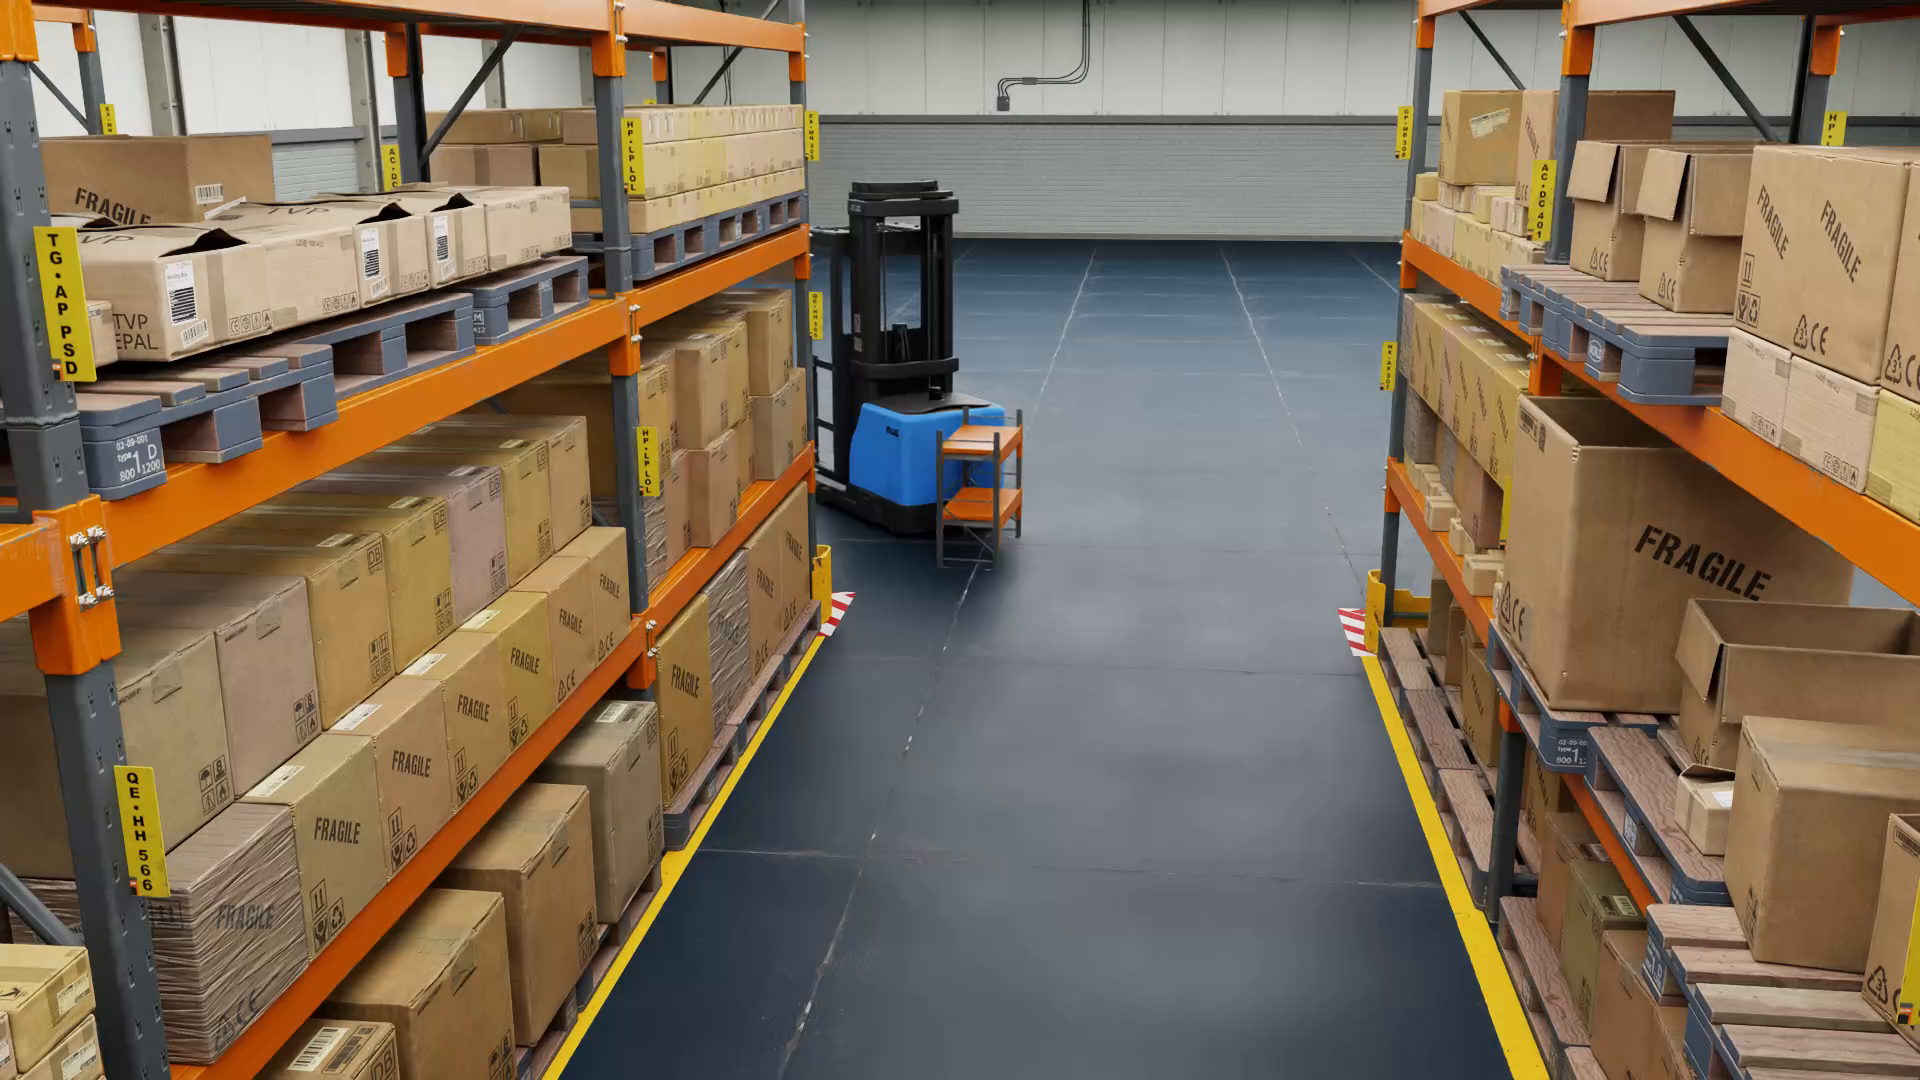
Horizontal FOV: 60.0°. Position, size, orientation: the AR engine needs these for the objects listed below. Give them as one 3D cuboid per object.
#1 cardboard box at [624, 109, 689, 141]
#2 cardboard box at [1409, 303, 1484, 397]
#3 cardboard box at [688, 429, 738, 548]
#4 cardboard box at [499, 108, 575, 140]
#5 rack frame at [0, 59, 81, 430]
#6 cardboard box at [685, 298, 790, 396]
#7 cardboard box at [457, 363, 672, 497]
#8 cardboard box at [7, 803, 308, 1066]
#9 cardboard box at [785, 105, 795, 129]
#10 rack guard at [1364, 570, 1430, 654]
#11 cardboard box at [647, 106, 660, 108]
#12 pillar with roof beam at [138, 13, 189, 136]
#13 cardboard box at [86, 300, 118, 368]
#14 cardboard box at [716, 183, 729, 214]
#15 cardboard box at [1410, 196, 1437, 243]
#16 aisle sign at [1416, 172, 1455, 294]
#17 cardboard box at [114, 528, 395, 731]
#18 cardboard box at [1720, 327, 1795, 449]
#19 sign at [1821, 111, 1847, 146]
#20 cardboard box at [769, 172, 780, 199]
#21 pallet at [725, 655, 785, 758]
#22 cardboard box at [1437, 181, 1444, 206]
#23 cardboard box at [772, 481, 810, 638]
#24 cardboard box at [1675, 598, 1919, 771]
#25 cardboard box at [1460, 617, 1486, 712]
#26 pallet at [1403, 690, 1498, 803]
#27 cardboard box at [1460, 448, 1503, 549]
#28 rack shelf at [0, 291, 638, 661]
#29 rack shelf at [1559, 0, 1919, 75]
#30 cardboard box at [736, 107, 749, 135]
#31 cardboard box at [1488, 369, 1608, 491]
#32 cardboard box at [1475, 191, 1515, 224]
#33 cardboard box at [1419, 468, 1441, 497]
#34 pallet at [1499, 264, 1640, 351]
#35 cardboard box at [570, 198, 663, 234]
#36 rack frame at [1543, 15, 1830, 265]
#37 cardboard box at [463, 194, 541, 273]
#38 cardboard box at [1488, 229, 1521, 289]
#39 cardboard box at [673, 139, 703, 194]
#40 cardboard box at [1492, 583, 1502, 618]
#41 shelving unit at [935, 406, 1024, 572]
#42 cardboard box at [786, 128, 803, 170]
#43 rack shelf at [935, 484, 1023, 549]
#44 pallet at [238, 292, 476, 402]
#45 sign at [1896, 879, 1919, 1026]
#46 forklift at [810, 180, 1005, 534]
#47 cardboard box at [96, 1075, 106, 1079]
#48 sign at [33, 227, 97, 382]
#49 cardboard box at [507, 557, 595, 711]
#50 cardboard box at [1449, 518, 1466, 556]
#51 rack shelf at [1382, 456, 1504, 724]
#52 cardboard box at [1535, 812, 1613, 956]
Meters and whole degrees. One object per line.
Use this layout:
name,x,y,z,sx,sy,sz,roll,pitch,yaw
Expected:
cardboard box,-1.549,-2.033,8.145,0.380,0.149,0.250,2,15,6
cardboard box,2.987,-1.130,9.916,0.500,0.500,0.500,2,15,6
cardboard box,-1.737,-0.302,9.246,0.875,0.550,0.550,2,15,6
cardboard box,-2.174,-2.116,8.453,0.380,0.149,0.250,2,15,7
rack frame,-2.436,-1.713,3.256,1.000,3.000,0.127,2,15,6
cardboard box,-1.584,-1.245,10.662,0.875,0.550,0.550,2,15,6
cardboard box,-1.909,-0.542,8.065,0.875,0.550,0.550,2,15,6
cardboard box,-2.117,1.027,4.427,0.500,0.500,0.500,2,15,7
cardboard box,-1.264,-2.692,10.582,0.380,0.149,0.250,2,15,7
rack guard,3.375,0.507,11.328,1.175,0.500,0.348,2,15,6
cardboard box,-2.003,-2.513,9.921,0.380,0.149,0.250,1,15,5
pillar with roof beam,-6.738,-6.884,22.380,9.100,9.000,0.400,2,15,6
cardboard box,-2.239,-0.476,3.915,0.380,0.149,0.250,1,15,4
cardboard box,-1.464,-1.846,8.983,0.380,0.149,0.250,2,15,6
cardboard box,3.073,-1.977,10.269,0.500,0.250,0.500,2,15,8
aisle sign,3.093,-1.999,10.828,0.394,0.787,0.004,2,15,6
cardboard box,-2.264,0.272,5.302,0.700,0.500,0.500,1,15,5
cardboard box,2.393,-0.410,4.471,0.500,0.250,0.500,2,15,8
sign,3.484,-1.554,6.671,0.100,0.325,0.005,2,15,6
cardboard box,-1.321,-2.175,10.199,0.380,0.149,0.250,2,15,7
pallet,-1.686,0.980,10.134,1.003,0.211,1.213,2,15,6
cardboard box,2.990,-2.021,9.665,0.380,0.149,0.250,2,15,9
cardboard box,-1.544,0.109,11.277,0.875,0.875,0.875,2,15,7
cardboard box,2.829,0.518,5.497,0.797,0.503,0.637,3,15,12
cardboard box,3.174,0.764,9.574,0.500,0.500,0.500,3,15,11
pallet,3.108,1.172,9.424,1.003,0.211,1.213,2,15,6
cardboard box,3.092,-0.250,8.578,0.875,0.500,0.500,2,15,6
rack shelf,-2.210,-0.436,5.660,1.077,0.370,4.000,2,15,6
rack shelf,2.707,-1.519,4.683,1.077,0.370,4.000,2,15,6
cardboard box,-1.406,-2.361,9.359,0.380,0.149,0.250,2,15,7
cardboard box,2.710,-0.481,7.518,0.500,0.500,0.500,2,15,6
cardboard box,2.825,-1.685,8.422,0.380,0.149,0.250,2,15,9
cardboard box,3.017,-0.337,10.143,0.380,0.149,0.250,2,15,6
pallet,2.757,-0.882,6.291,1.213,0.211,1.003,2,15,6
cardboard box,-1.606,-1.516,7.761,0.380,0.149,0.250,1,15,5
rack frame,2.932,-2.578,6.455,1.000,3.000,0.127,2,15,6
cardboard box,-1.905,-1.154,6.227,0.500,0.250,0.500,2,15,6
cardboard box,2.794,-1.318,7.832,0.500,0.250,0.500,2,15,8
cardboard box,-1.596,-1.874,8.320,0.500,0.250,0.500,2,15,6
cardboard box,2.702,0.311,7.748,0.380,0.149,0.250,2,15,6
shelving unit,0.169,-0.436,13.619,0.538,1.125,1.048,3,15,12
cardboard box,-1.311,-2.526,10.734,0.500,0.250,0.500,2,15,7
rack shelf,0.169,-0.200,13.683,0.538,0.278,1.000,3,15,12
pallet,-2.293,-0.632,5.368,1.003,0.211,1.213,2,15,9
sign,1.941,0.821,3.311,0.100,0.325,0.005,2,15,6
forklift,-0.775,-1.799,15.201,1.130,2.935,3.031,-9,17,-29
cardboard box,-2.035,1.243,3.494,0.380,0.149,0.250,2,15,7
sign,-1.897,-0.498,3.519,0.100,0.325,0.005,2,15,6
cardboard box,-1.835,0.372,6.848,0.500,0.500,0.500,2,15,6
cardboard box,2.848,-0.013,8.947,0.380,0.149,0.250,2,15,6
rack shelf,3.158,0.147,9.251,1.077,0.370,4.000,2,15,6
cardboard box,2.842,1.471,6.921,0.700,0.500,0.500,1,15,2
